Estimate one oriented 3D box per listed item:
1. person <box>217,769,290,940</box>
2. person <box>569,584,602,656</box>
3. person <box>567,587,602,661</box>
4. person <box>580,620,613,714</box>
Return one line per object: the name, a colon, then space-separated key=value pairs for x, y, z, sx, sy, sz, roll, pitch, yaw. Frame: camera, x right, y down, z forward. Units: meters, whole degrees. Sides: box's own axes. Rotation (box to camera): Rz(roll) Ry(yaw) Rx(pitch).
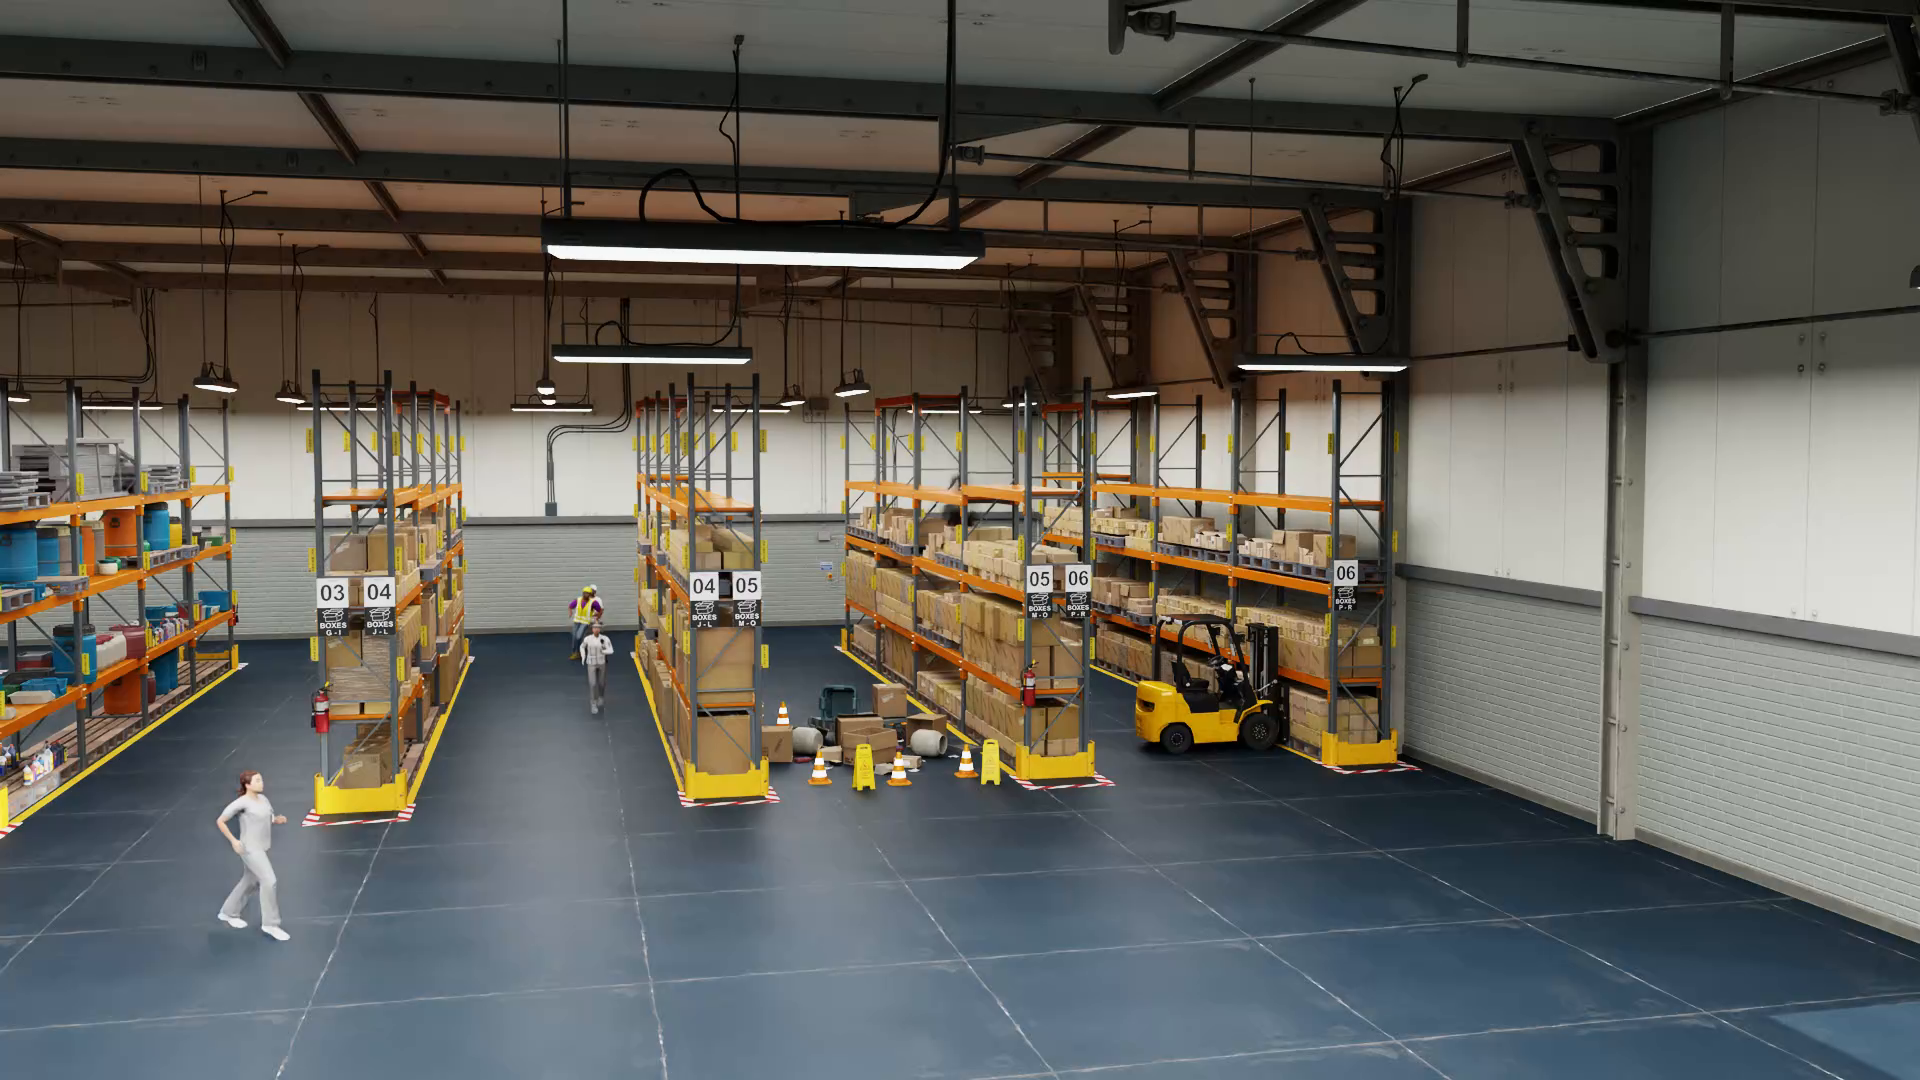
person: x=-7.180 y=3.179 z=16.871 sx=0.830 sy=1.715 sz=0.541 roll=0 pitch=3 yaw=6
person: x=-8.822 y=1.897 z=39.131 sx=0.794 sy=1.706 sz=0.565 roll=2 pitch=4 yaw=33
person: x=-8.722 y=1.938 z=38.462 sx=0.783 sy=1.714 sz=0.629 roll=0 pitch=3 yaw=8
person: x=-6.786 y=2.340 z=31.076 sx=0.610 sy=1.687 sz=0.917 roll=-1 pitch=3 yaw=-14
